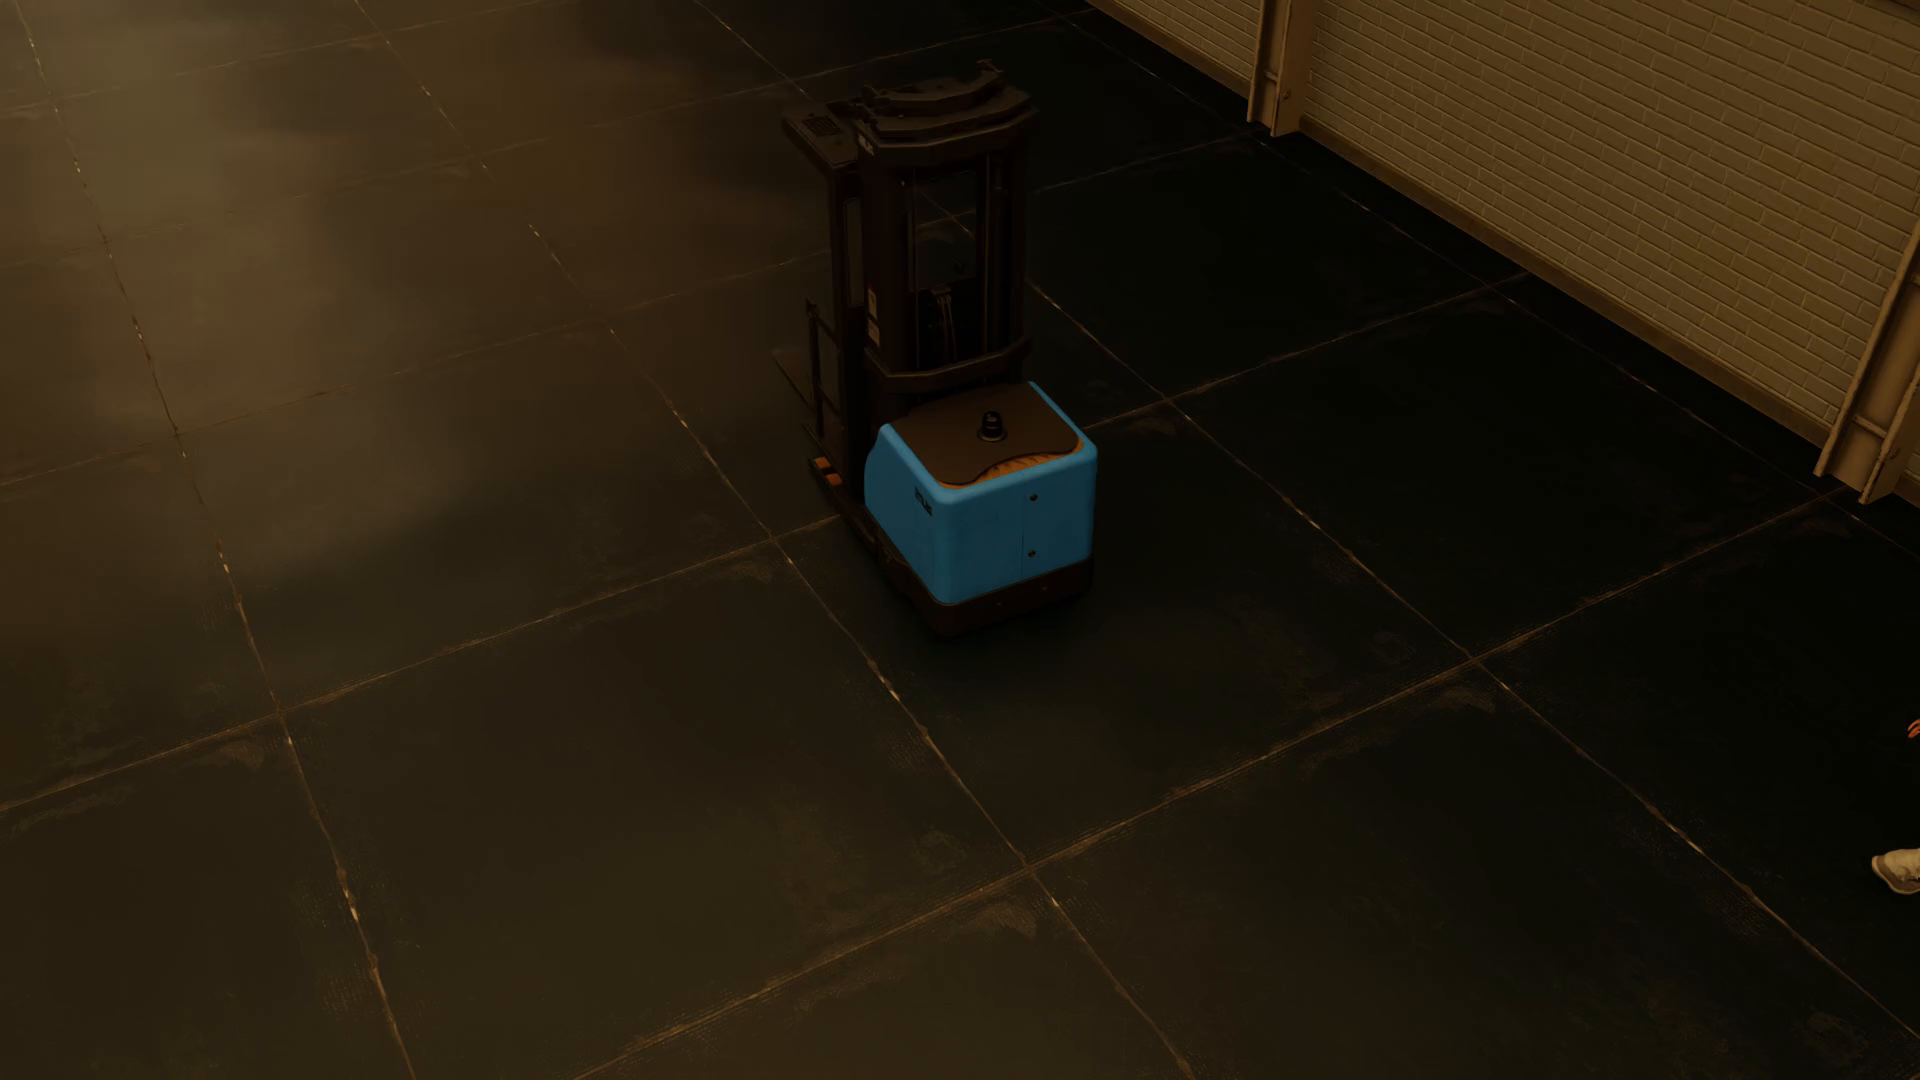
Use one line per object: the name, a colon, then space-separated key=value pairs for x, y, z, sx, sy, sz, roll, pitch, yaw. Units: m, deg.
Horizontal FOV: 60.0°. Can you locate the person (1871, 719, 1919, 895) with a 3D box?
person: x=4.820 y=1.098 z=7.773 sx=0.671 sy=1.596 sz=0.583 roll=16 pitch=42 yaw=18

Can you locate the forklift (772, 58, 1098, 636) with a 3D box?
forklift: x=-0.328 y=-1.508 z=9.854 sx=1.130 sy=2.935 sz=3.031 roll=-18 pitch=43 yaw=-20
